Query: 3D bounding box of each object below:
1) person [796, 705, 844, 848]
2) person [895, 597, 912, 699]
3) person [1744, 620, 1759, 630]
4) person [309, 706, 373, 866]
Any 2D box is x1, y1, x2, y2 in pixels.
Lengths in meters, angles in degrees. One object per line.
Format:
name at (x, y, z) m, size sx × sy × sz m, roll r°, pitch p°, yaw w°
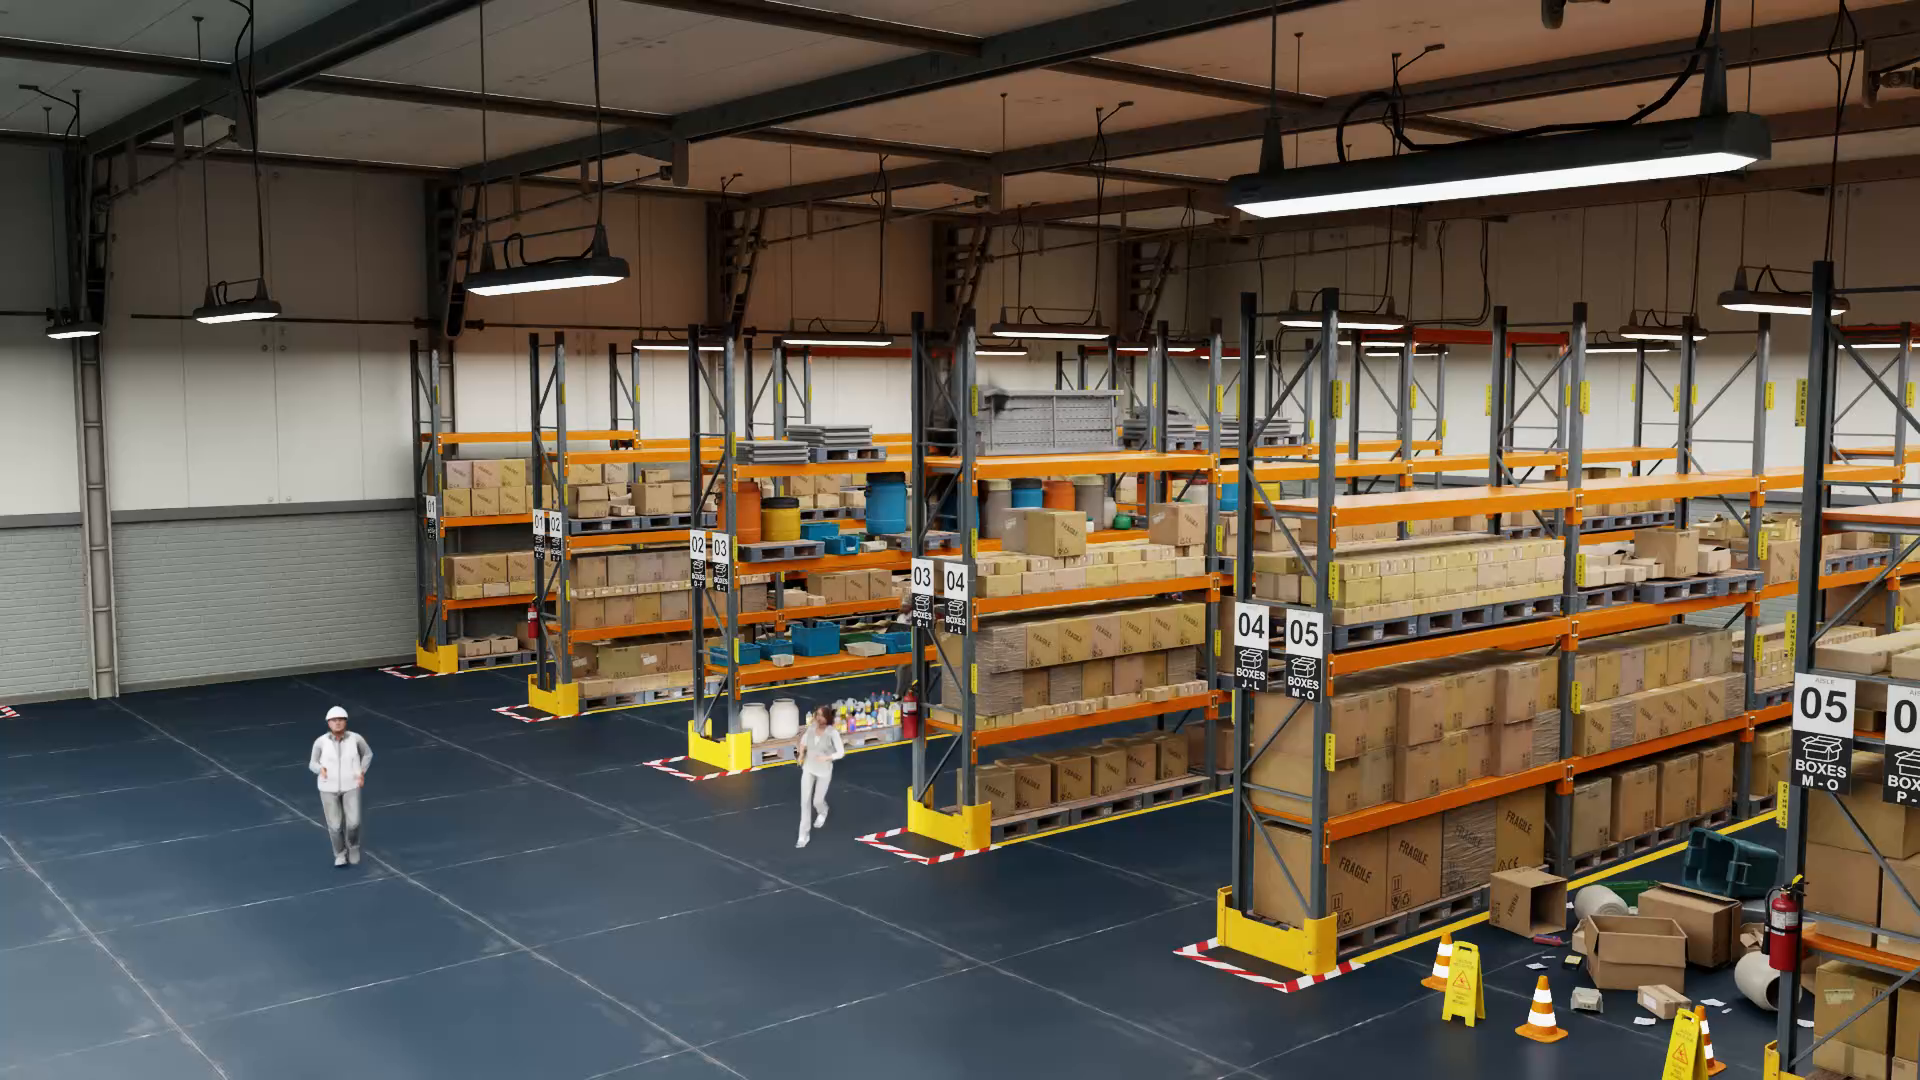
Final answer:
person at (-1.569, 2.651, 18.924) m, size 0.576 × 1.584 × 0.792 m, roll 2°, pitch 6°, yaw 17°
person at (-0.840, 1.763, 26.981) m, size 0.851 × 1.692 × 0.579 m, roll -5°, pitch 7°, yaw -43°
person at (11.738, 2.020, 24.708) m, size 0.571 × 1.741 × 0.717 m, roll -3°, pitch 6°, yaw -30°
person at (-6.597, 2.649, 17.741) m, size 0.638 × 1.737 × 0.638 m, roll -2°, pitch 6°, yaw -19°
